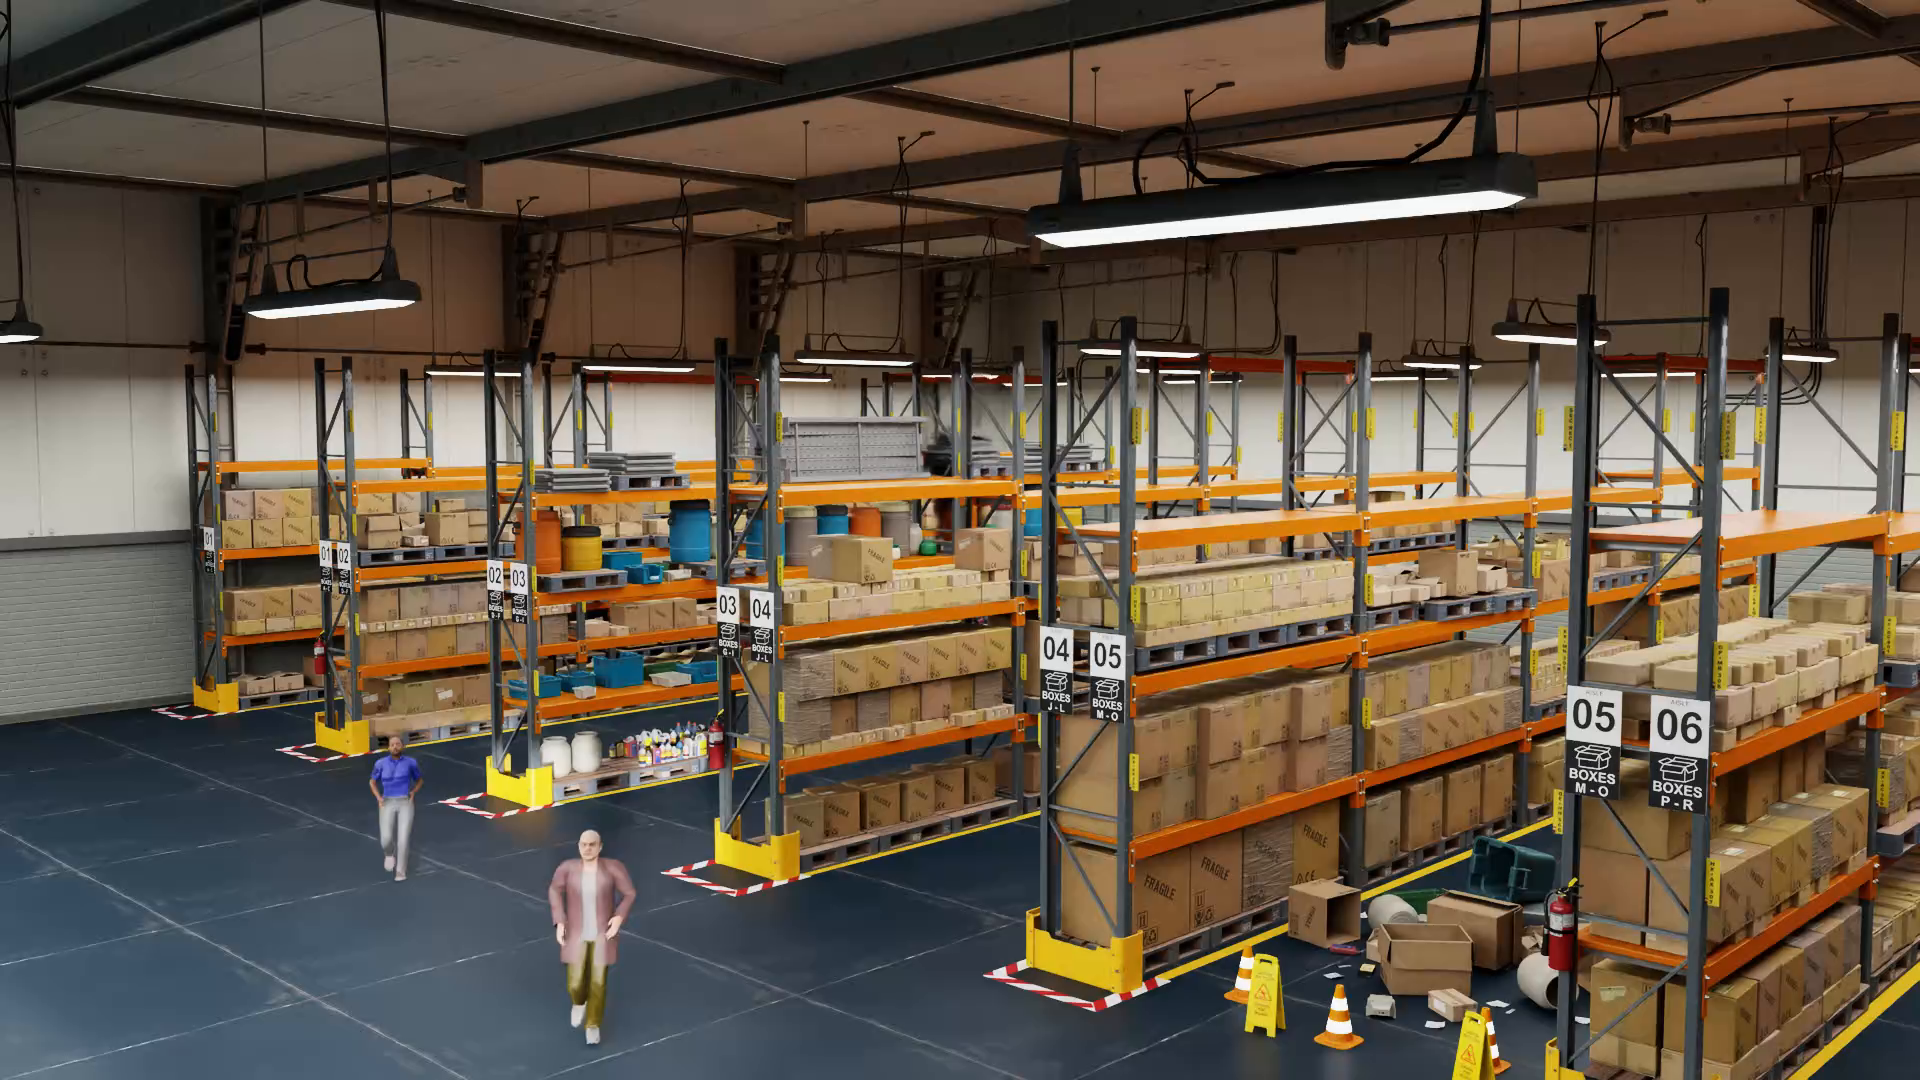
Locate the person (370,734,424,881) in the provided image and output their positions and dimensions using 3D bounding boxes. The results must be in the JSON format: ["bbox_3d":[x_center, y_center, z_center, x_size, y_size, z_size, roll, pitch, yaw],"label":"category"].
[{"bbox_3d":[-6.221,2.958,18.382,0.572,1.594,0.575,-1,5,-17],"label":"person"}]

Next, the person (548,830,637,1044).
[{"bbox_3d":[-3.028,3.248,13.710,0.727,1.747,0.633,-1,4,-8],"label":"person"}]
